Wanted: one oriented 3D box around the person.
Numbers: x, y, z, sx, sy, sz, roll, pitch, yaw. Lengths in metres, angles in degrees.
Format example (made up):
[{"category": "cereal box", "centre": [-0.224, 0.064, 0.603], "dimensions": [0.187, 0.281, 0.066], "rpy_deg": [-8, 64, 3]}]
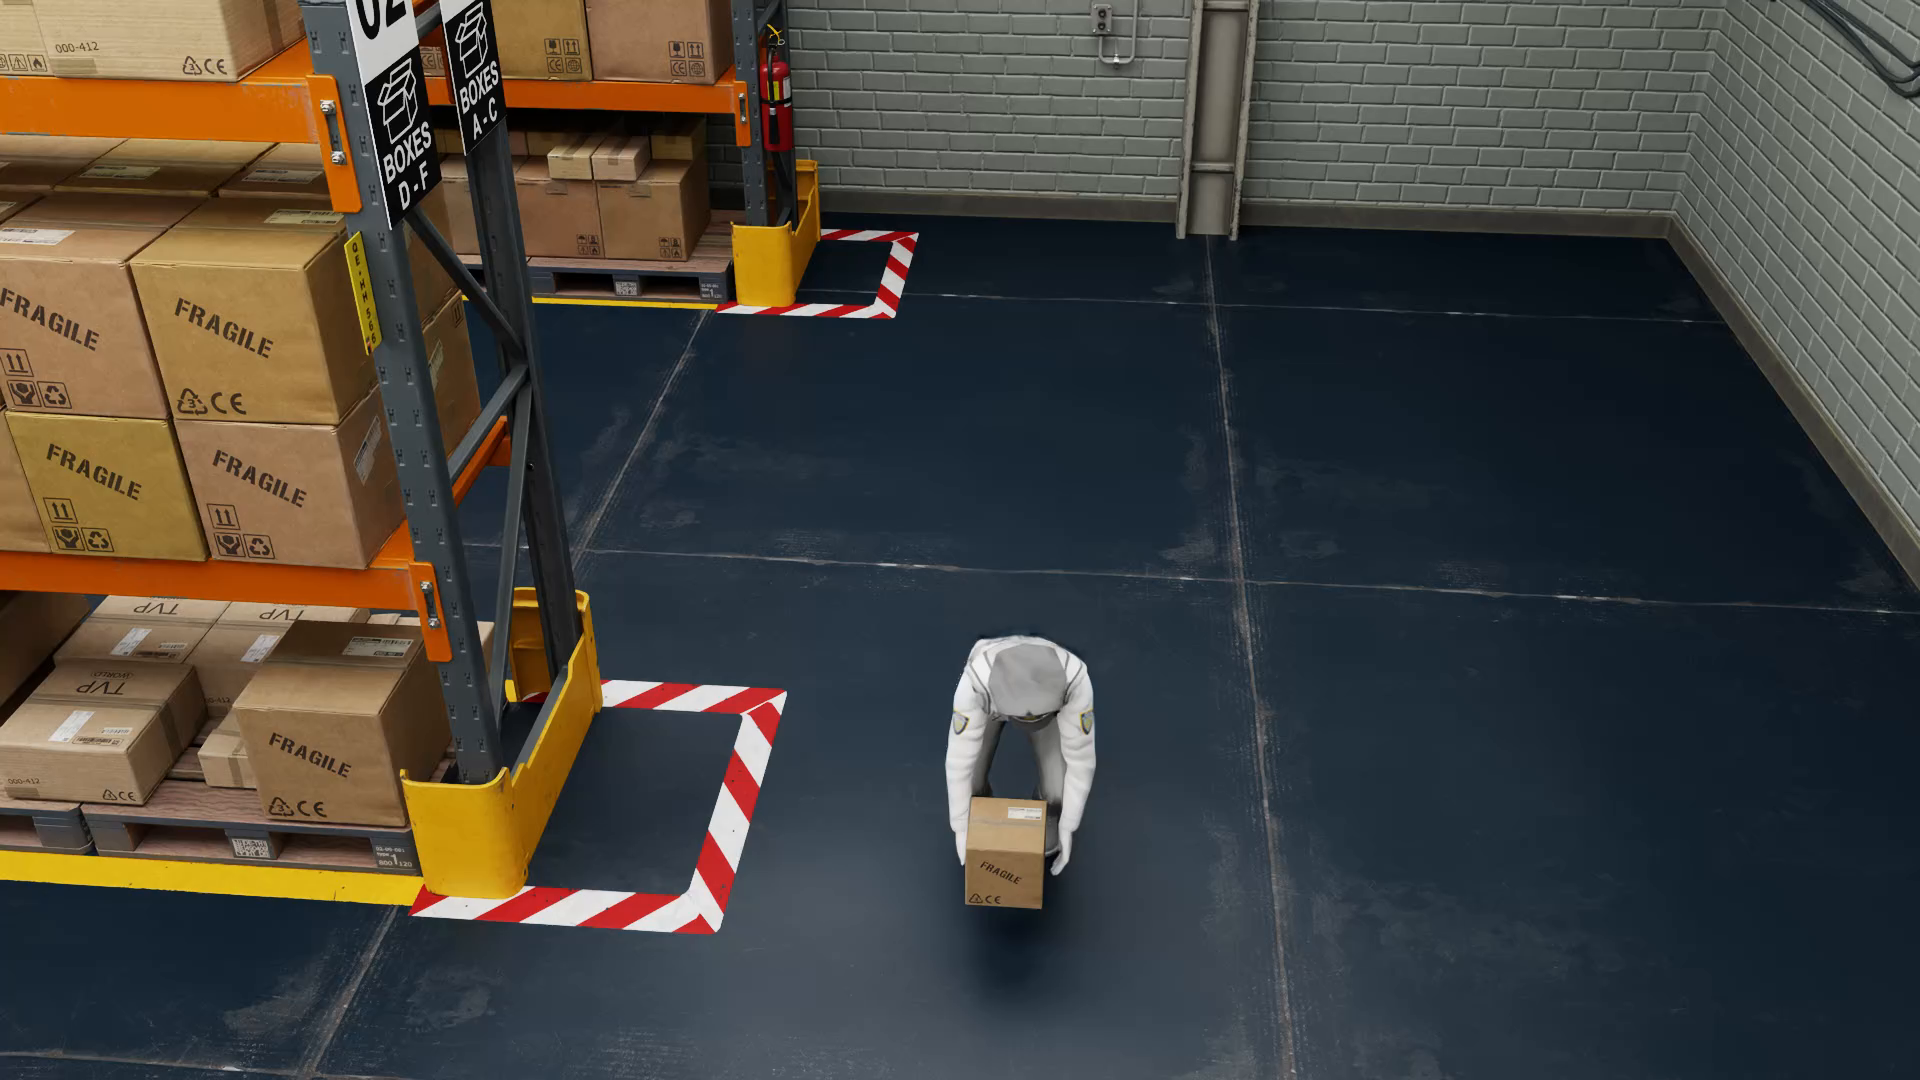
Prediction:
[{"category": "person", "centre": [0.214, 0.666, 5.655], "dimensions": [0.501, 1.054, 0.818], "rpy_deg": [2, 32, 4]}]
